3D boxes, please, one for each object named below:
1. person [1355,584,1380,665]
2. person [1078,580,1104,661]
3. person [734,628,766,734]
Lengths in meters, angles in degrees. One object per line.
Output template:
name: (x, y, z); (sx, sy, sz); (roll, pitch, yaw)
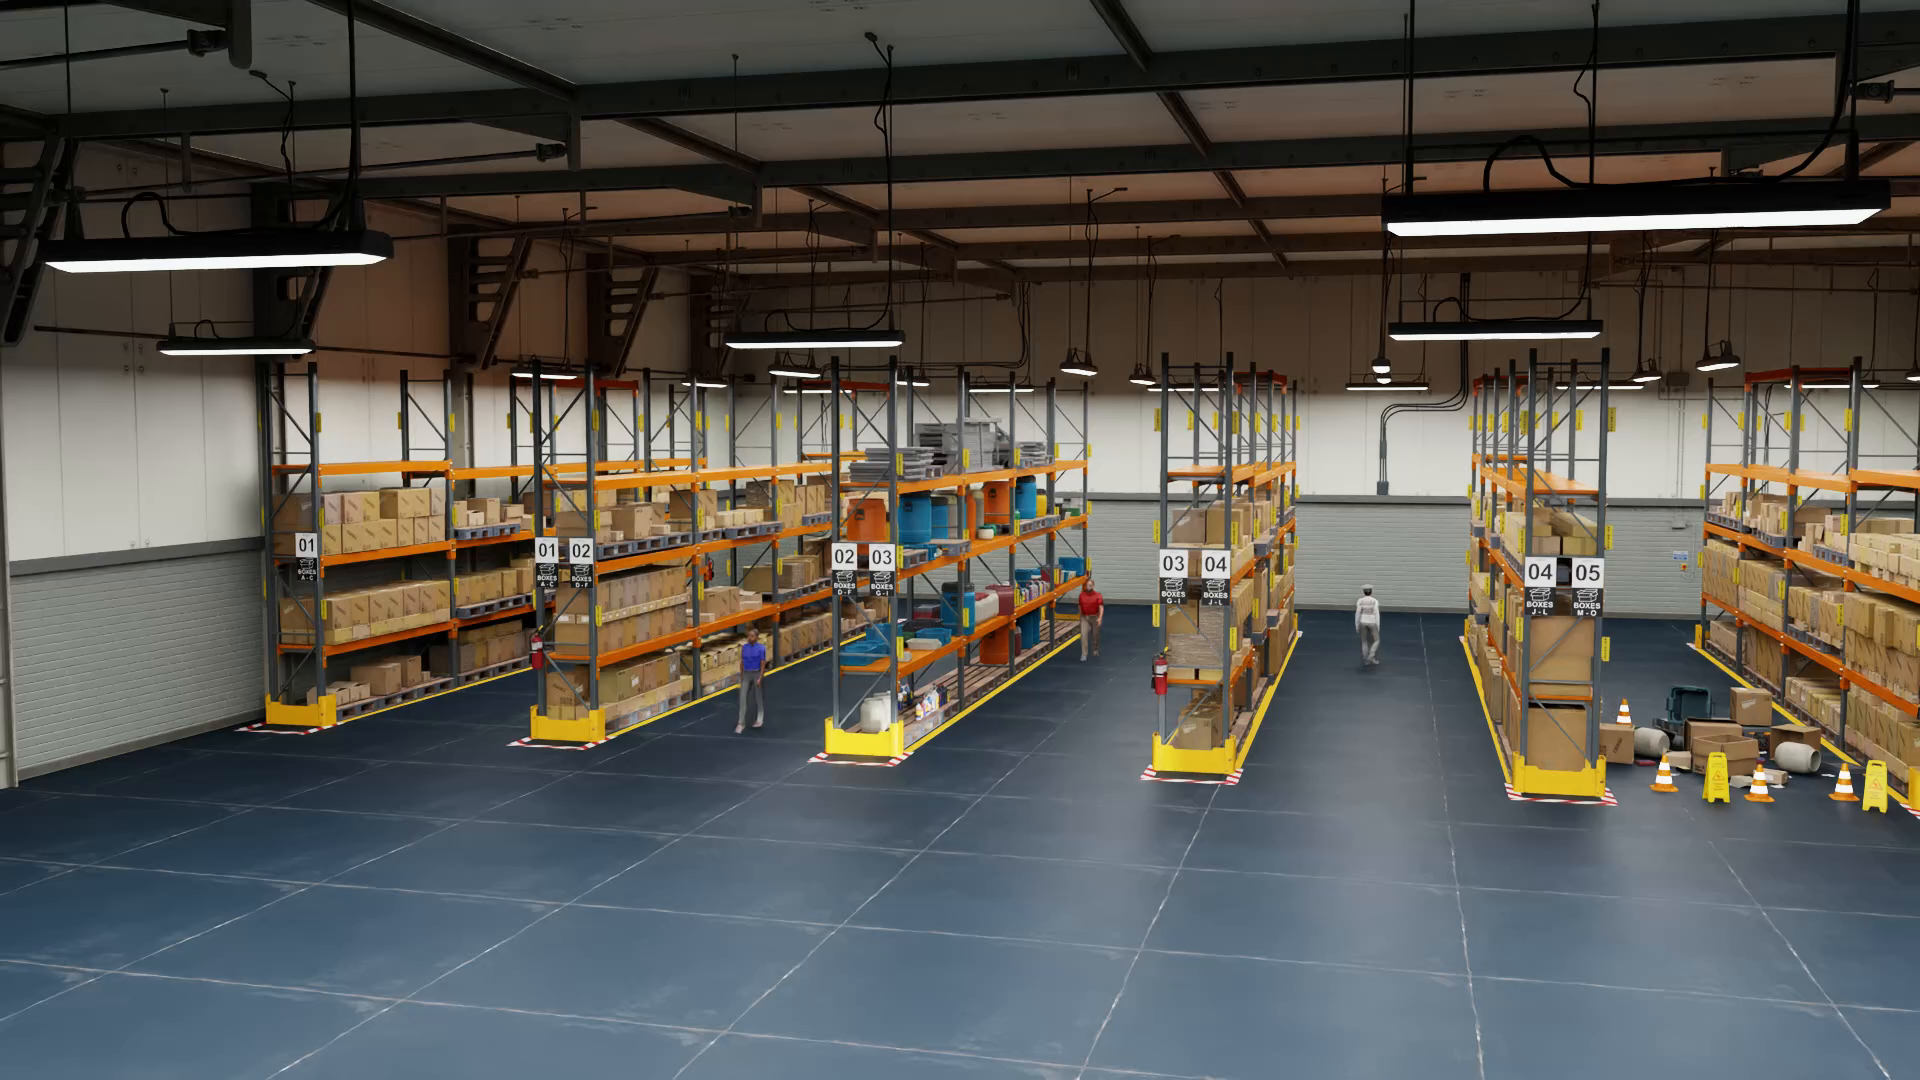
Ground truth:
person: (8.407, 1.761, 34.307); (0.518, 1.673, 0.497); (2, 4, 23)
person: (2.754, 1.679, 35.114); (0.561, 1.662, 1.078); (1, 4, 12)
person: (-3.397, 2.284, 27.112); (0.464, 1.682, 0.712); (1, 4, 8)
